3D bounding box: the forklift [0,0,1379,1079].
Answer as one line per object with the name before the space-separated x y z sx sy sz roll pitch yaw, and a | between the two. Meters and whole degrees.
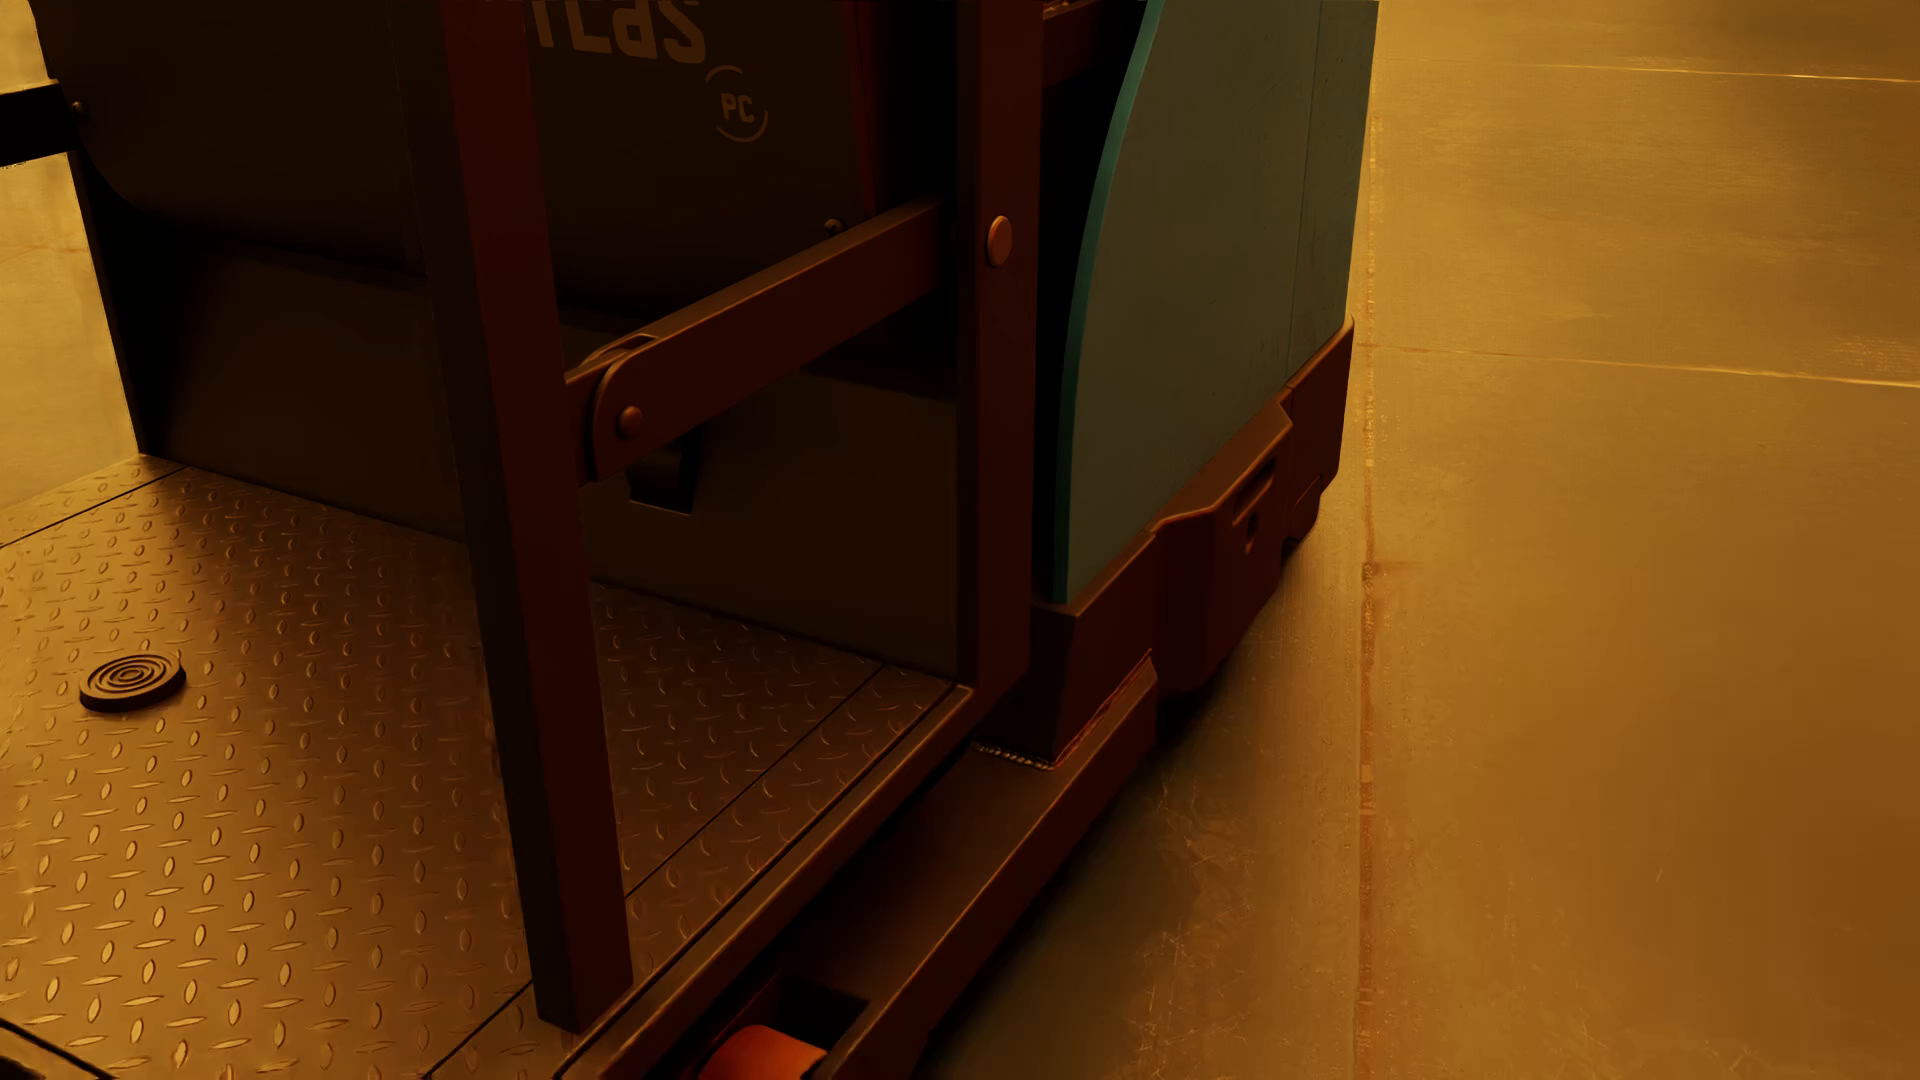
forklift | -0.558 -0.893 1.016 1.130 2.935 3.031 14 30 25
